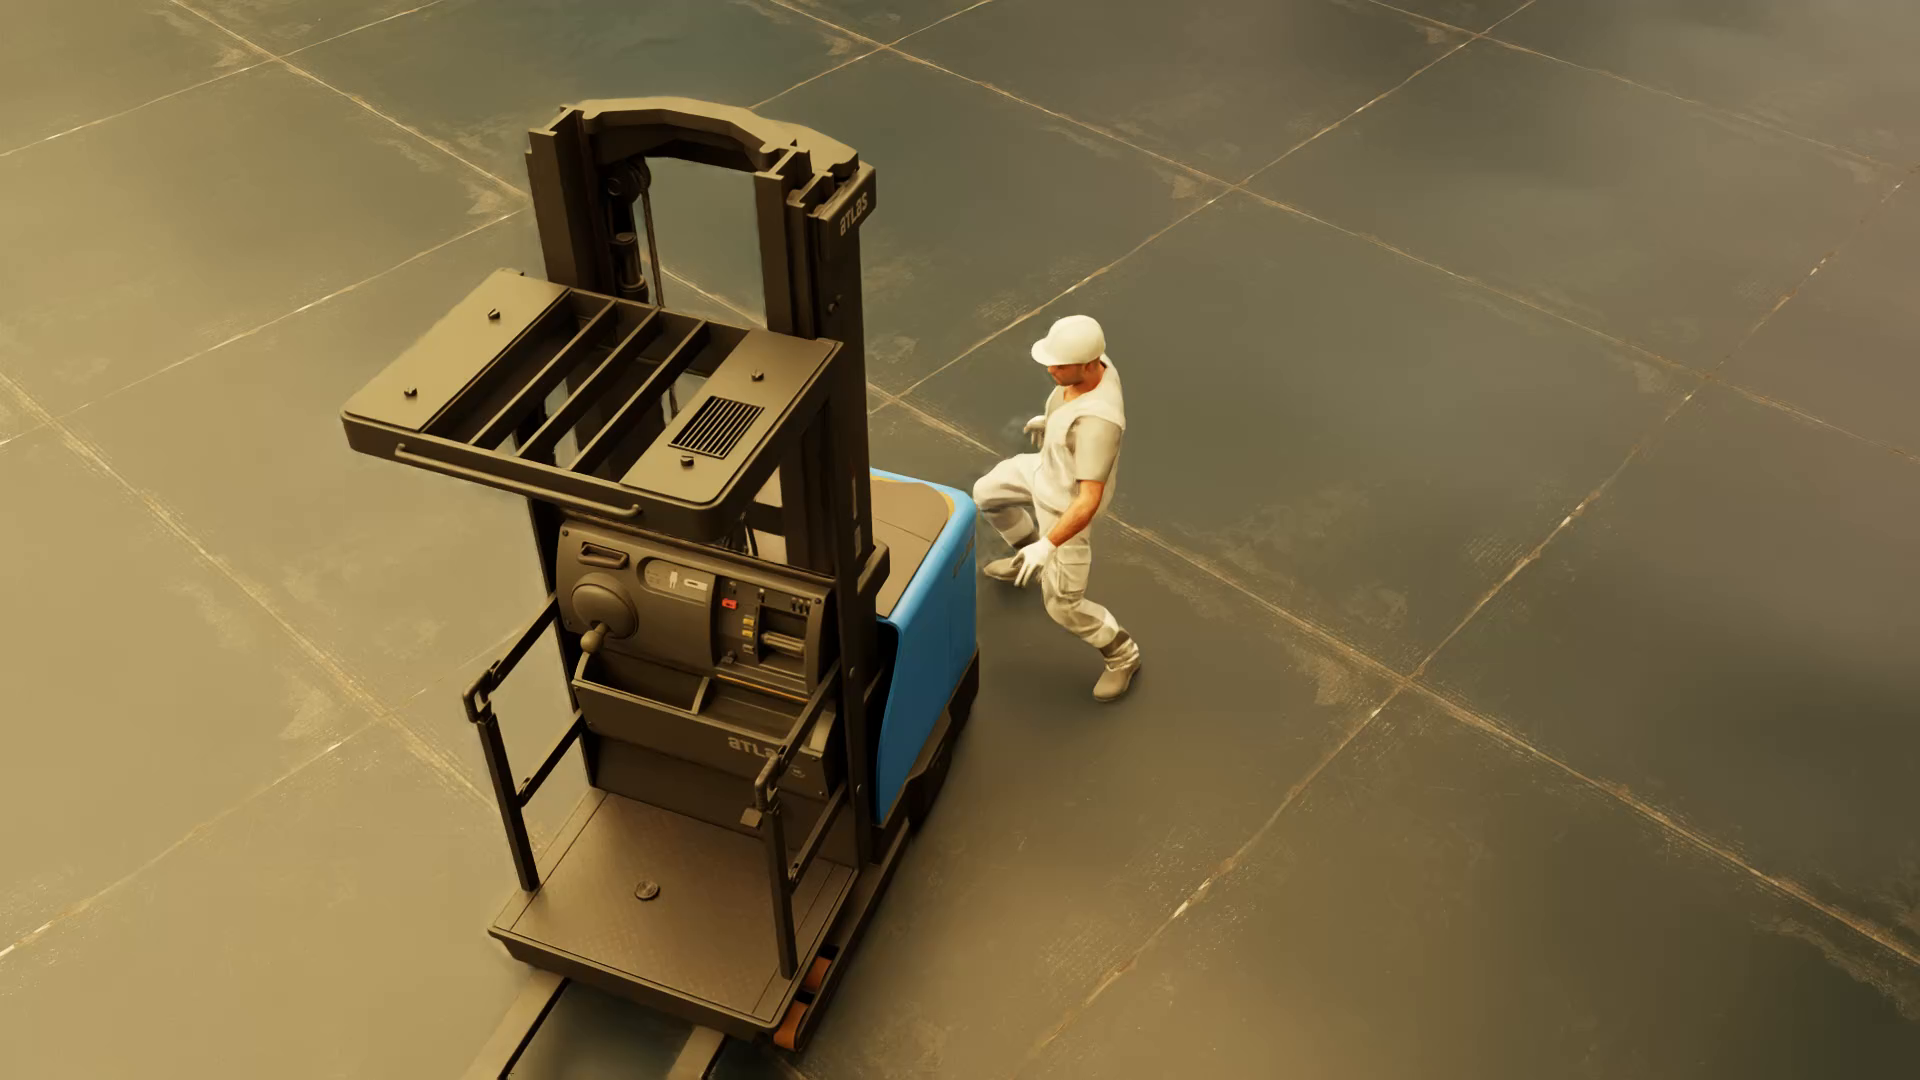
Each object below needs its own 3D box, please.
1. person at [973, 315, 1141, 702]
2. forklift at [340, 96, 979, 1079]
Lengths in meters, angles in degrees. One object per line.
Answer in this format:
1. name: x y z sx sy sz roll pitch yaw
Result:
1. person: 0.414 -0.200 6.671 0.678 1.651 0.993 -2 41 -3
2. forklift: -0.926 0.306 5.071 1.130 2.935 3.031 14 43 16
